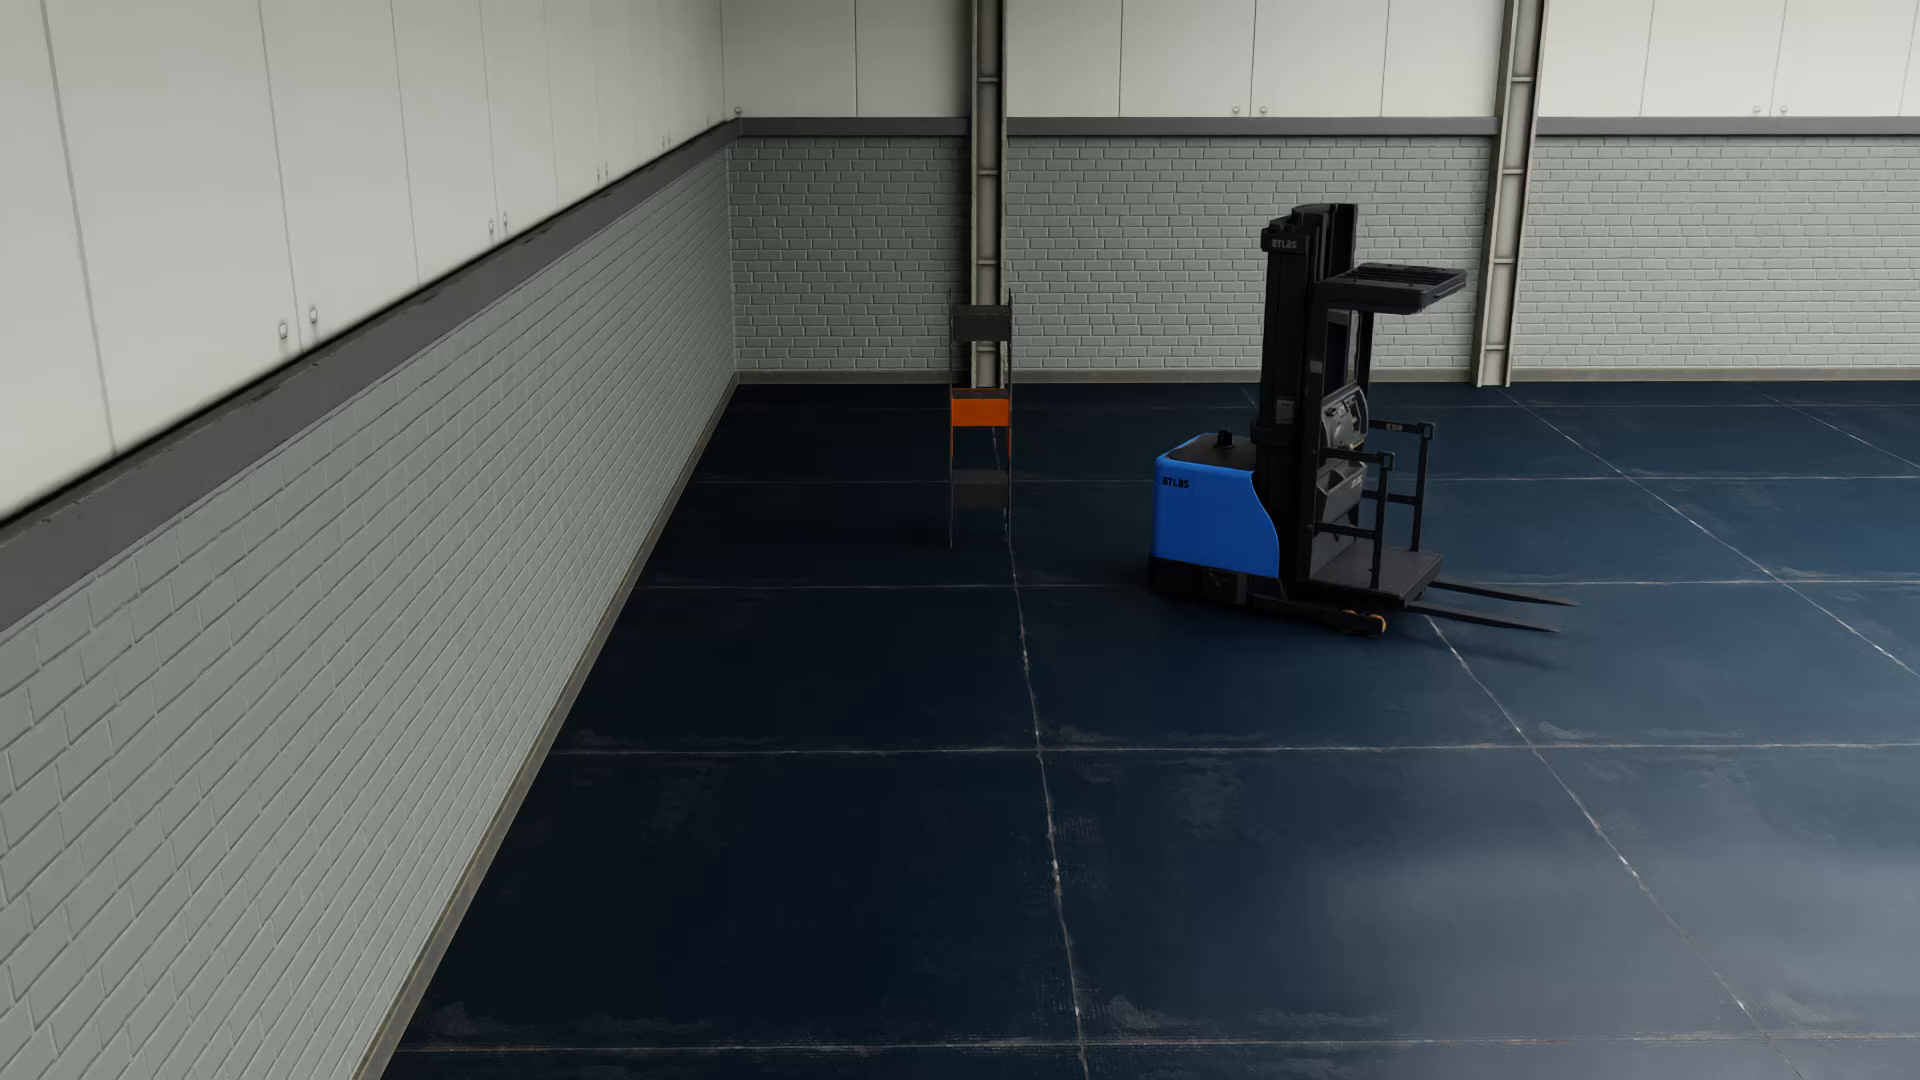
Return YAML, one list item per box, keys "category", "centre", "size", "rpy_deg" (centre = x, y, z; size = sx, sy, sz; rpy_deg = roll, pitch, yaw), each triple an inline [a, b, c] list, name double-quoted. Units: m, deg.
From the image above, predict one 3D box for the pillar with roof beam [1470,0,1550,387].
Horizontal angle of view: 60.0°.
- category: "pillar with roof beam"
  centre: [6.390, -4.836, 14.390]
  size: [0.400, 9.000, 9.100]
  rpy_deg: [0, 18, -1]

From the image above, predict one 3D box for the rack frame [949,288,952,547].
- category: "rack frame"
  centre: [-0.078, -0.999, 13.726]
  size: [0.015, 2.100, 0.400]
  rpy_deg: [0, 18, -1]

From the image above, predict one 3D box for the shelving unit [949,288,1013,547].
- category: "shelving unit"
  centre: [0.166, -1.001, 13.729]
  size: [0.503, 2.100, 0.431]
  rpy_deg: [0, 18, -1]

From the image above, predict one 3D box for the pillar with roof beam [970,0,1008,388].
- category: "pillar with roof beam"
  centre: [0.391, -4.807, 14.300]
  size: [0.400, 9.000, 9.100]
  rpy_deg: [0, 18, -1]

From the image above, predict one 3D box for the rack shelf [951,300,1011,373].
- category: "rack shelf"
  centre: [0.165, -1.654, 13.520]
  size: [0.480, 0.518, 0.431]
  rpy_deg: [0, 18, -1]

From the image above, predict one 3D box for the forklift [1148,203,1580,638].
- category: "forklift"
  centre: [2.970, -0.882, 11.997]
  size: [3.031, 2.935, 1.130]
  rpy_deg: [10, 20, 29]

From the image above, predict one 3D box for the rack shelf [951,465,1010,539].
- category: "rack shelf"
  centre: [0.166, -0.321, 13.947]
  size: [0.480, 0.518, 0.431]
  rpy_deg: [0, 18, -1]

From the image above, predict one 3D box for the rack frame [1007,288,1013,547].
- category: "rack frame"
  centre: [0.409, -1.002, 13.733]
  size: [0.015, 2.100, 0.400]
  rpy_deg: [0, 18, -1]

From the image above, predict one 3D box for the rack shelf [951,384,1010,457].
- category: "rack shelf"
  centre: [0.166, -0.988, 13.733]
  size: [0.480, 0.518, 0.431]
  rpy_deg: [0, 18, -1]
